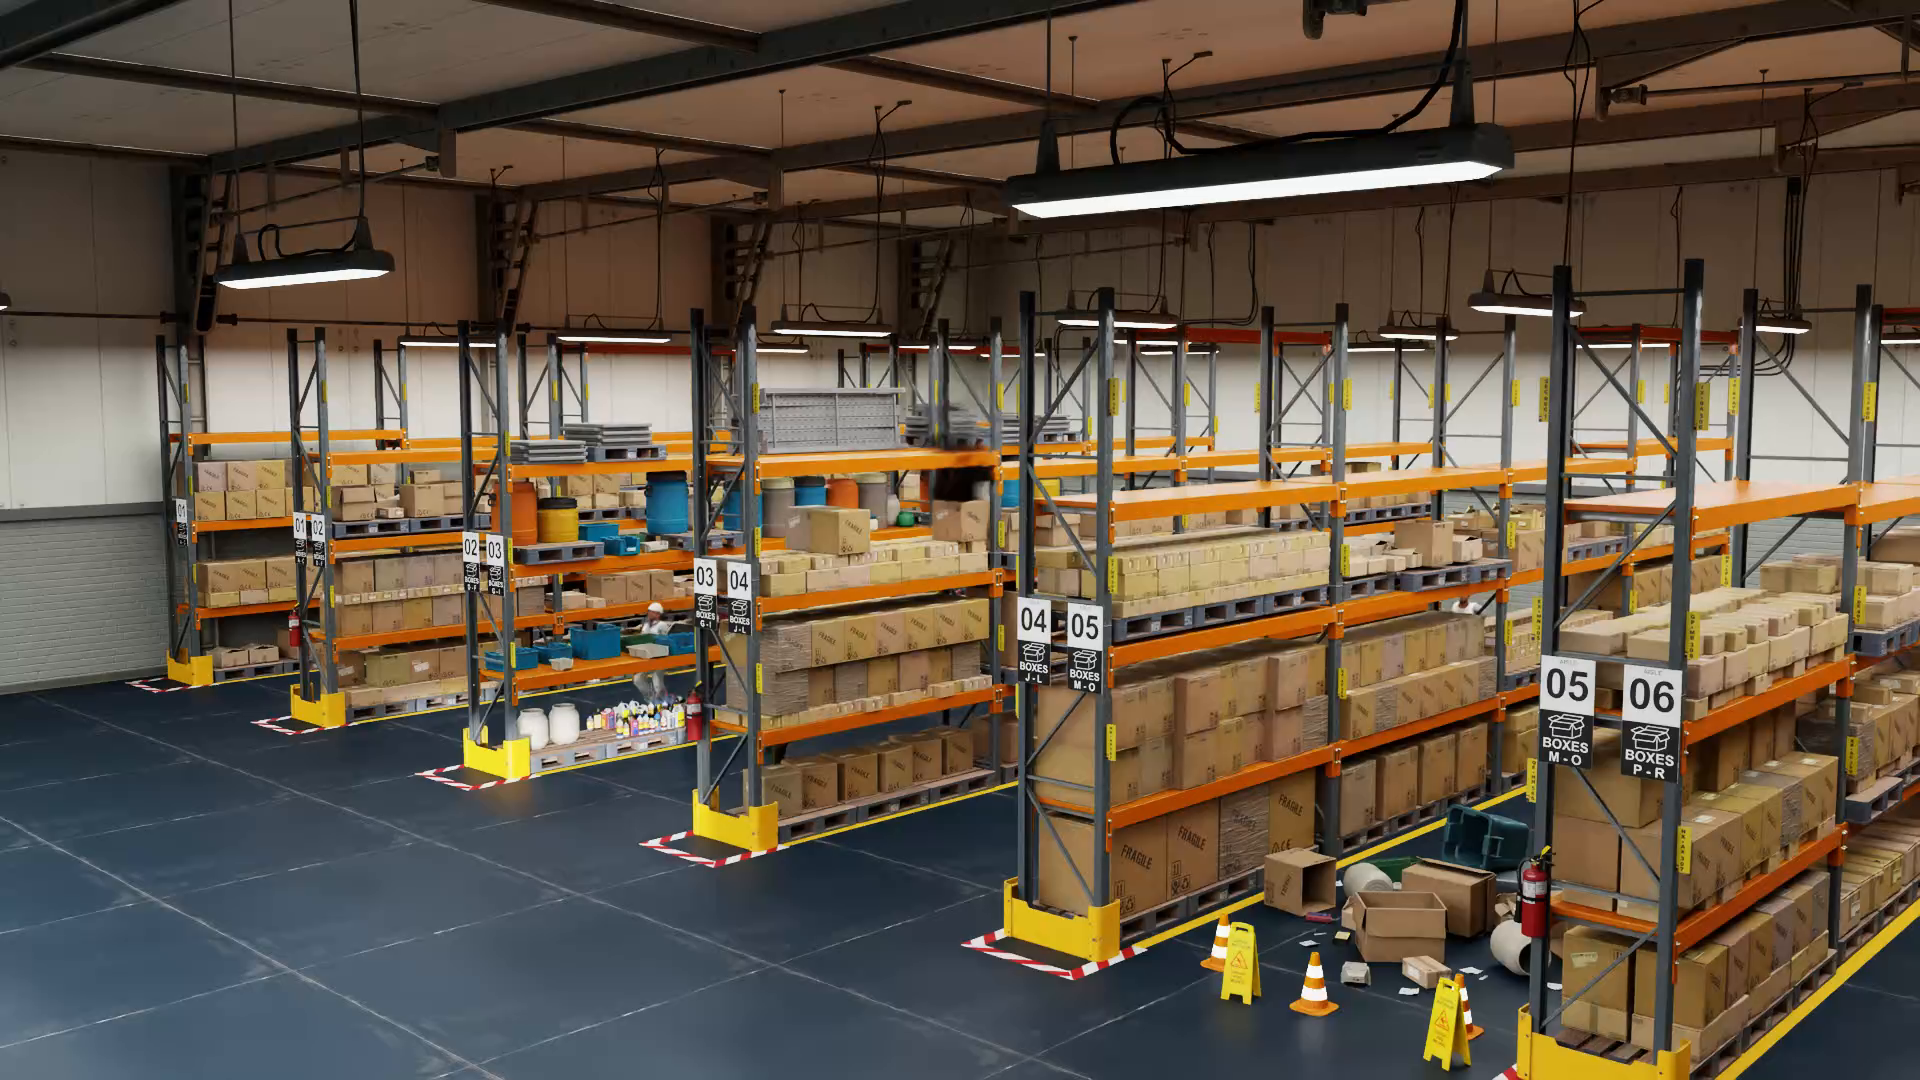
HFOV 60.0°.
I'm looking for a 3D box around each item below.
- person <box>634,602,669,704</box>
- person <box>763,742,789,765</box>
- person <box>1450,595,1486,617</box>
[{"bbox_3d":[-4.807,1.847,25.939,0.644,1.751,0.642,3,6,29],"label":"person"},{"bbox_3d":[-2.356,2.279,21.653,0.709,1.737,0.640,3,6,29],"label":"person"},{"bbox_3d":[8.548,1.663,28.074,0.693,1.766,0.821,5,7,41],"label":"person"}]
